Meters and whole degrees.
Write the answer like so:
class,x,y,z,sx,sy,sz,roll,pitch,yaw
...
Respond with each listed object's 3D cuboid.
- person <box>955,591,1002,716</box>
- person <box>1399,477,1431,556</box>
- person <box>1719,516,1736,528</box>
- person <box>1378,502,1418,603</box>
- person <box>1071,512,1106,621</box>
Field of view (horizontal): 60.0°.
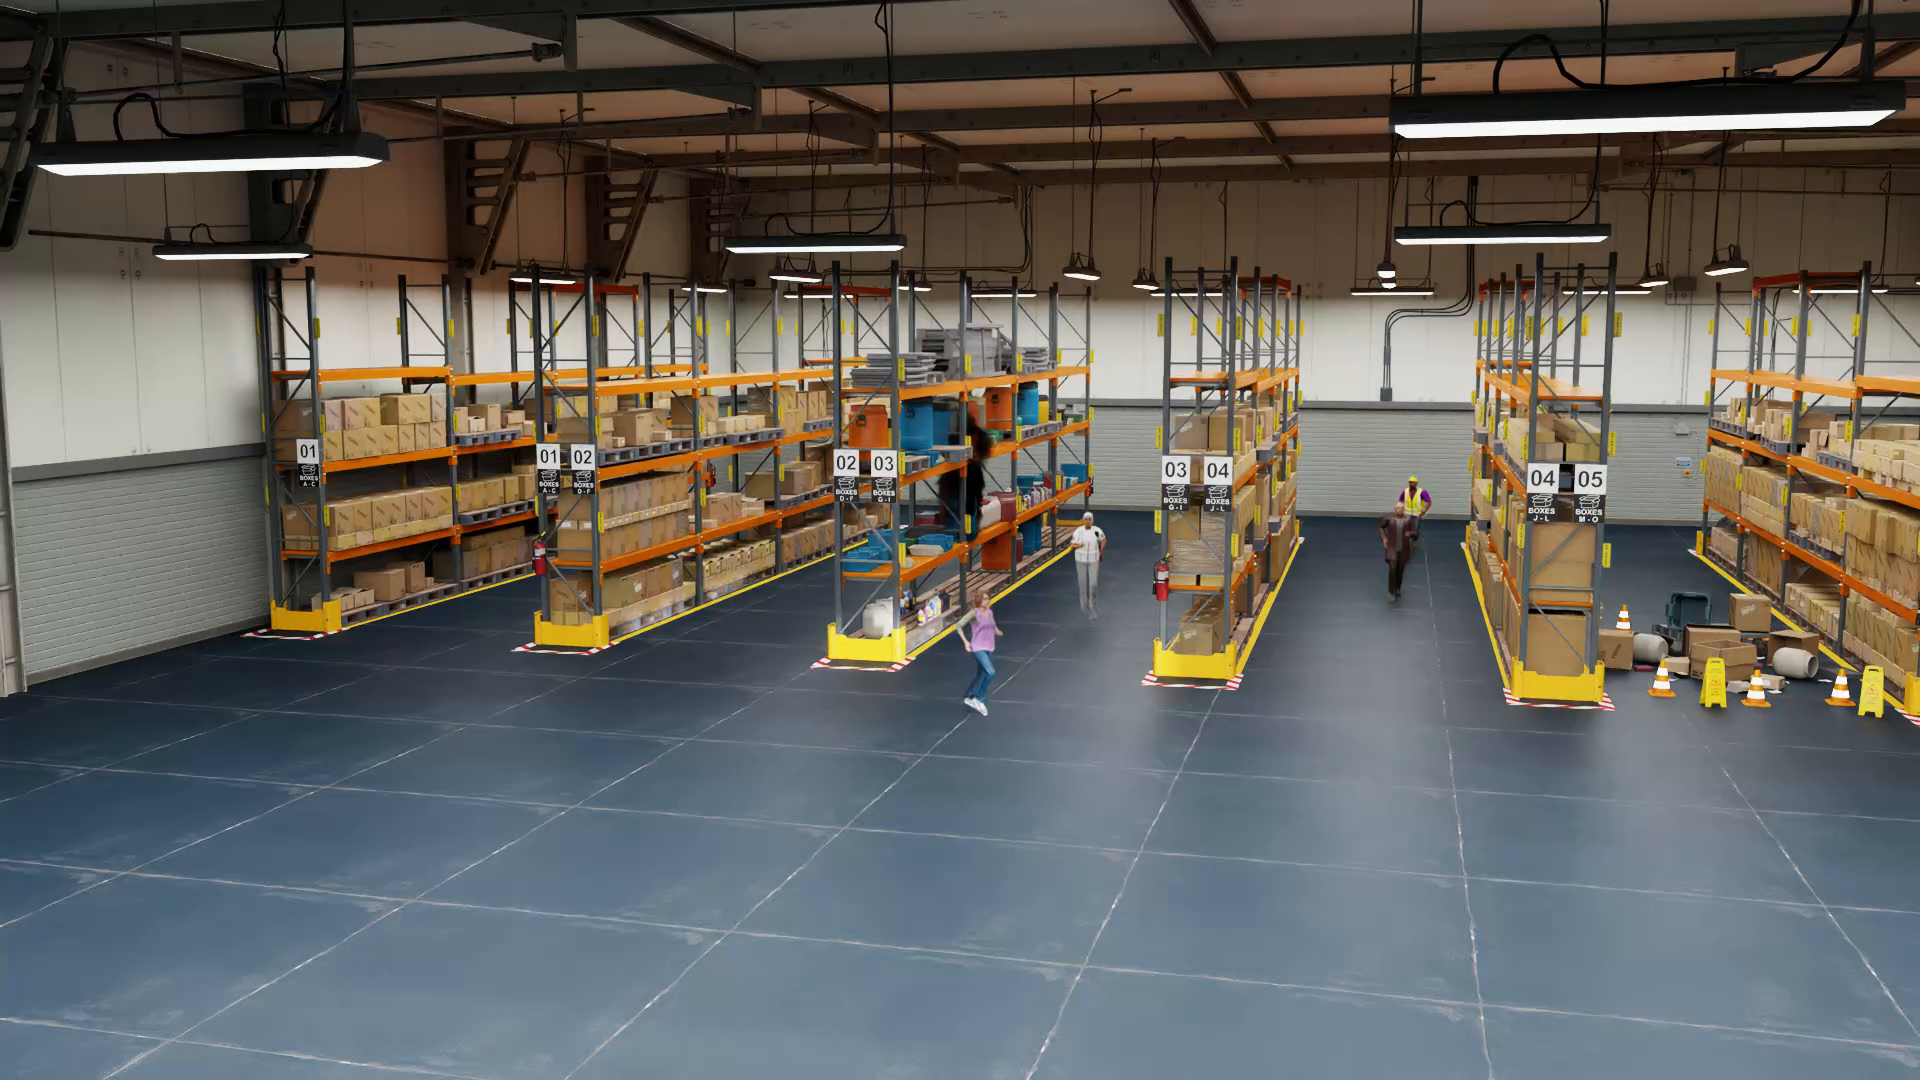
class,x,y,z,sx,sy,sz,roll,pitch,yaw
person,0.286,1.514,21.701,0.685,1.522,0.506,6,9,39
person,10.084,-0.540,36.913,0.715,1.758,0.771,3,8,24
person,17.700,-0.571,38.068,0.599,1.461,0.728,4,8,30
person,8.122,0.208,30.832,0.701,1.828,0.838,1,7,7
person,2.122,0.425,27.526,0.584,1.777,0.678,1,7,6
